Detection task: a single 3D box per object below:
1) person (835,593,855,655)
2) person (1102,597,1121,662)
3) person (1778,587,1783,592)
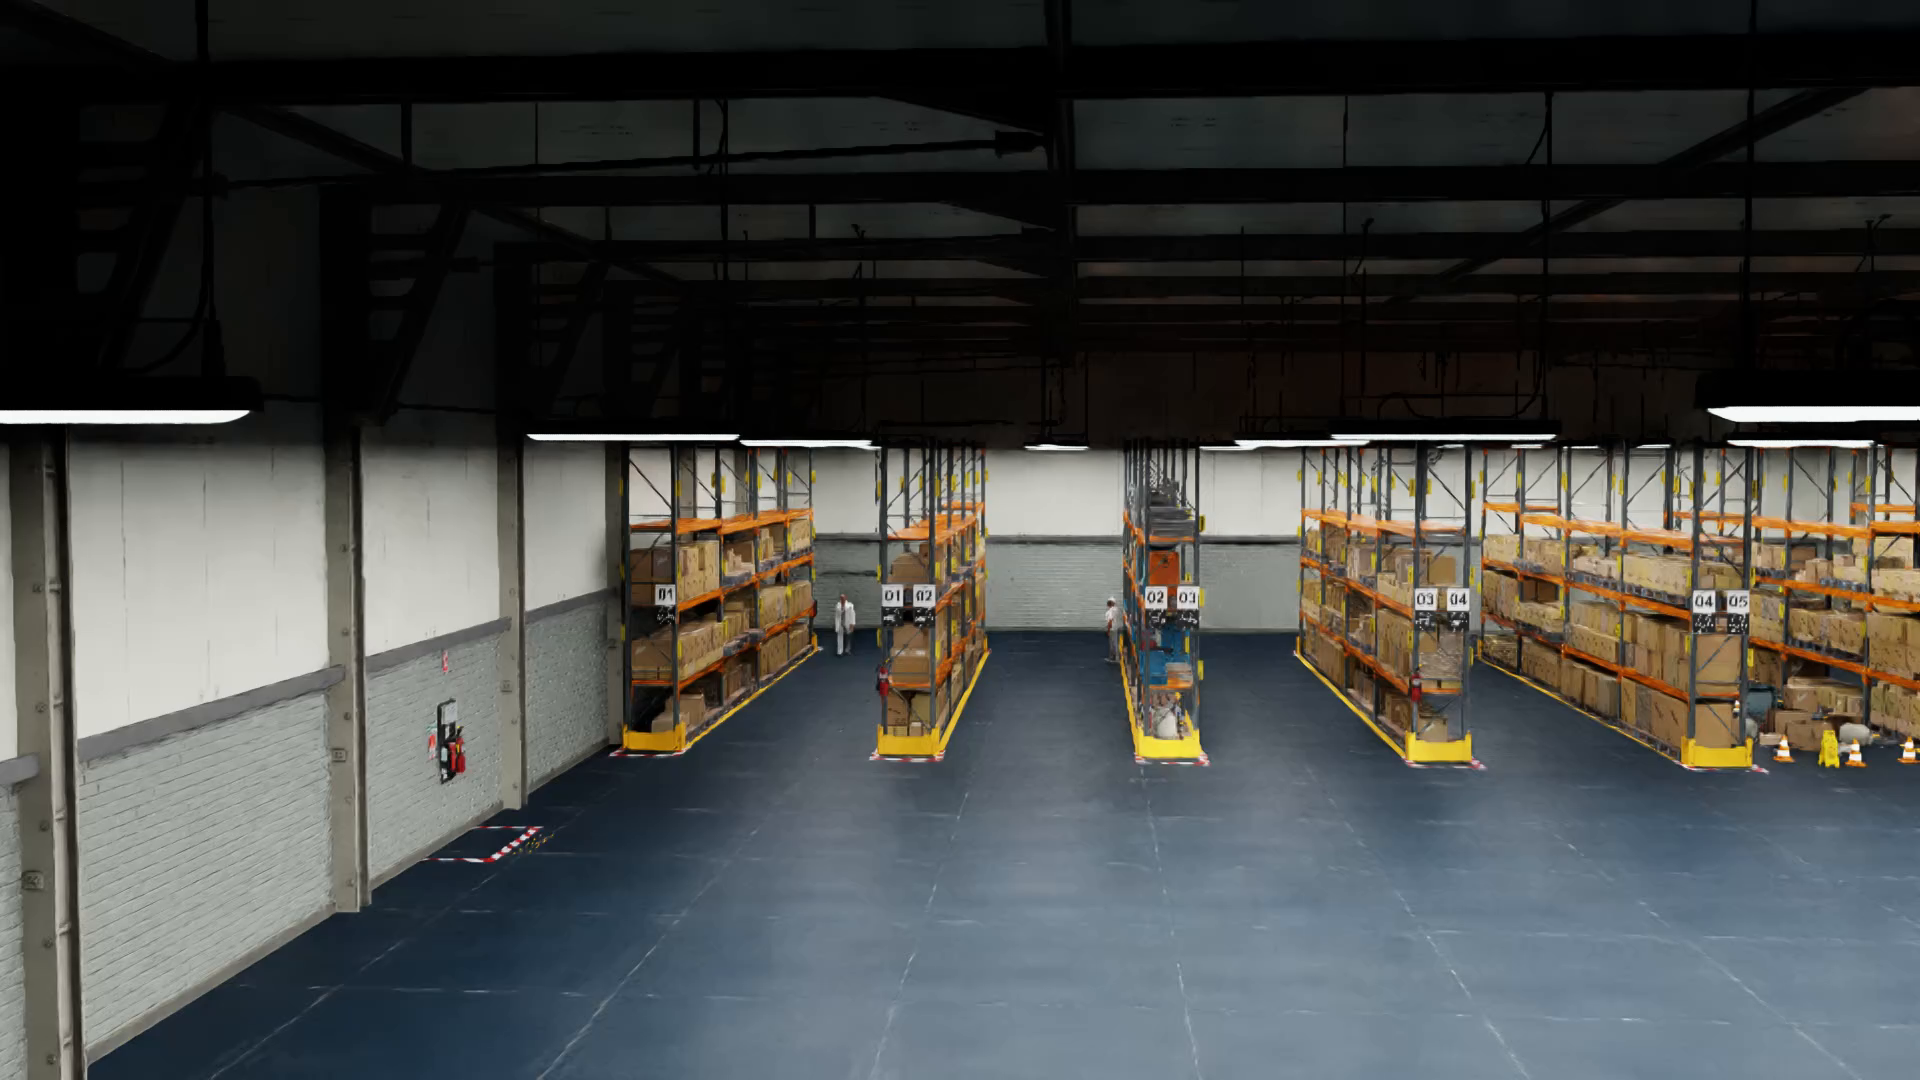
[{"bbox_3d":[-3.249,2.356,46.776,0.603,1.724,1.110,0,3,3],"label":"person"},{"bbox_3d":[4.107,2.417,45.100,0.580,1.764,0.692,1,3,16],"label":"person"},{"bbox_3d":[24.072,2.242,48.448,0.459,1.760,0.707,-2,3,-28],"label":"person"}]
